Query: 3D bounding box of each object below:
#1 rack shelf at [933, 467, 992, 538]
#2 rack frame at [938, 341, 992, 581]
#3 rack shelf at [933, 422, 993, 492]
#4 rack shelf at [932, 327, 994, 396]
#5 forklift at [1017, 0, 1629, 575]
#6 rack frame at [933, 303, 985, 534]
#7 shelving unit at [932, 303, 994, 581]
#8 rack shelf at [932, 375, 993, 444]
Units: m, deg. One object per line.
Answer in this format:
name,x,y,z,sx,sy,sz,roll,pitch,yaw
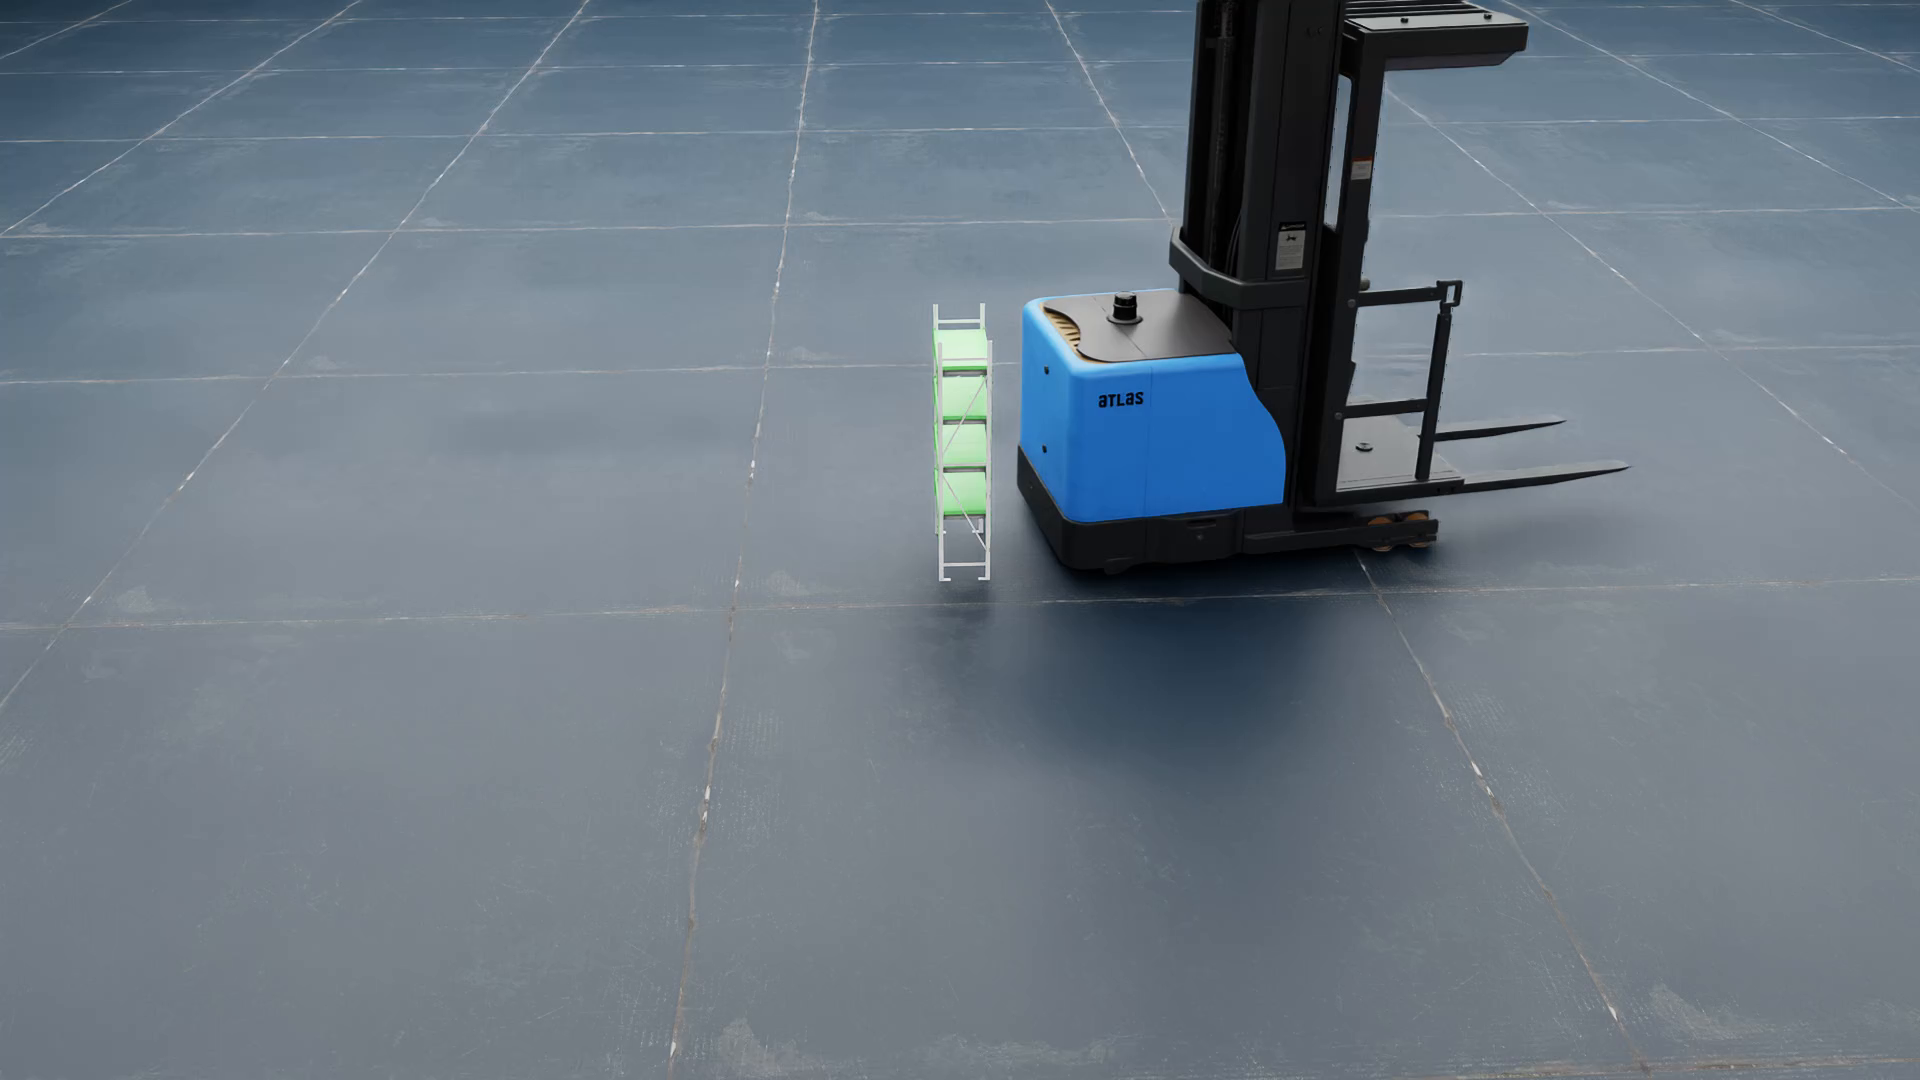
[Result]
rack shelf,0.009,-0.186,7.966,0.258,0.148,0.480,-1,28,-3
rack frame,0.021,-0.343,7.610,0.240,1.200,0.015,-1,28,-3
rack shelf,0.009,-0.399,7.856,0.258,0.148,0.480,-1,28,-3
rack shelf,0.009,-0.824,7.634,0.258,0.148,0.480,-1,28,-3
forklift,1.868,-1.474,7.907,3.031,2.935,1.130,-6,28,-11
rack frame,-0.004,-0.568,8.042,0.240,1.200,0.015,-1,28,-3
shelving unit,0.009,-0.456,7.826,0.258,1.200,0.503,-1,28,-3
rack shelf,0.009,-0.612,7.745,0.258,0.148,0.480,-1,28,-3
